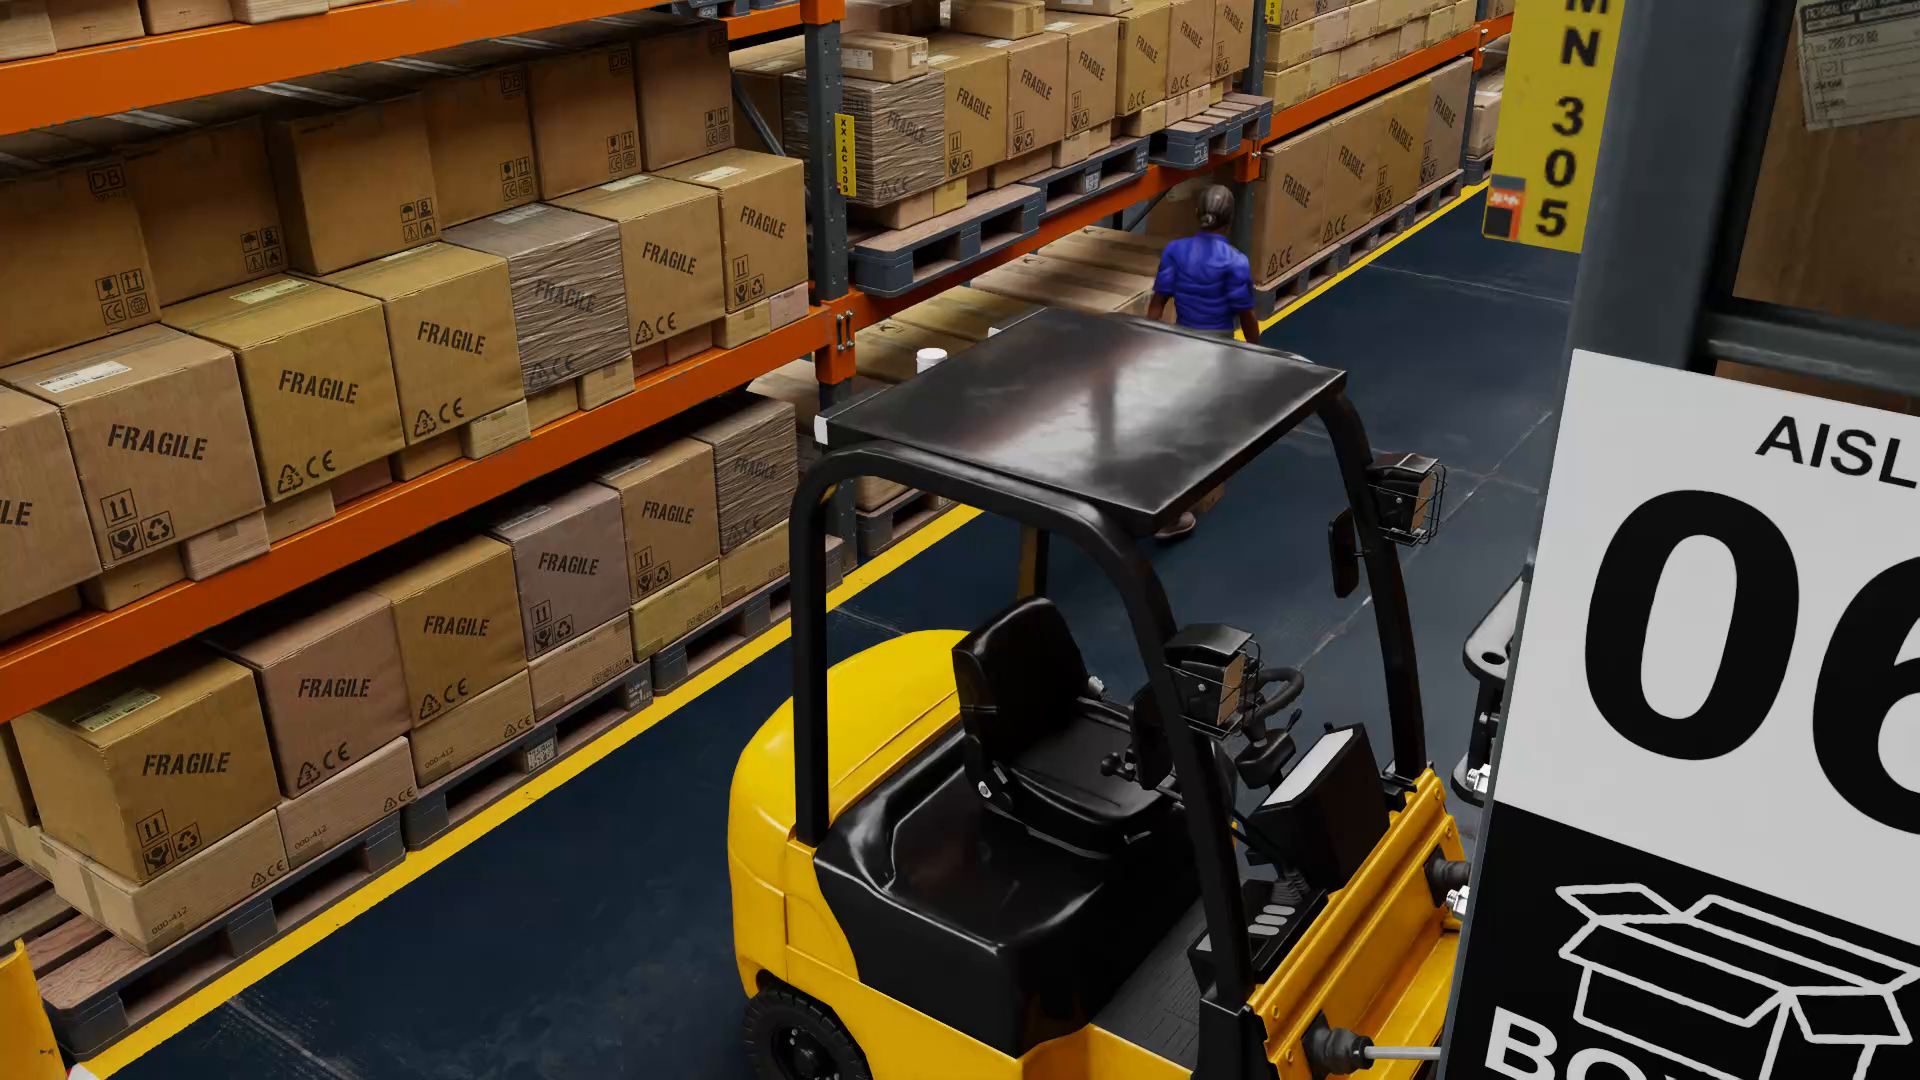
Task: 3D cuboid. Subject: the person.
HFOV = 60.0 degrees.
[{"bbox_3d":[1.144,-0.827,7.779,0.470,1.690,0.783,20,33,34],"label":"person"}]
